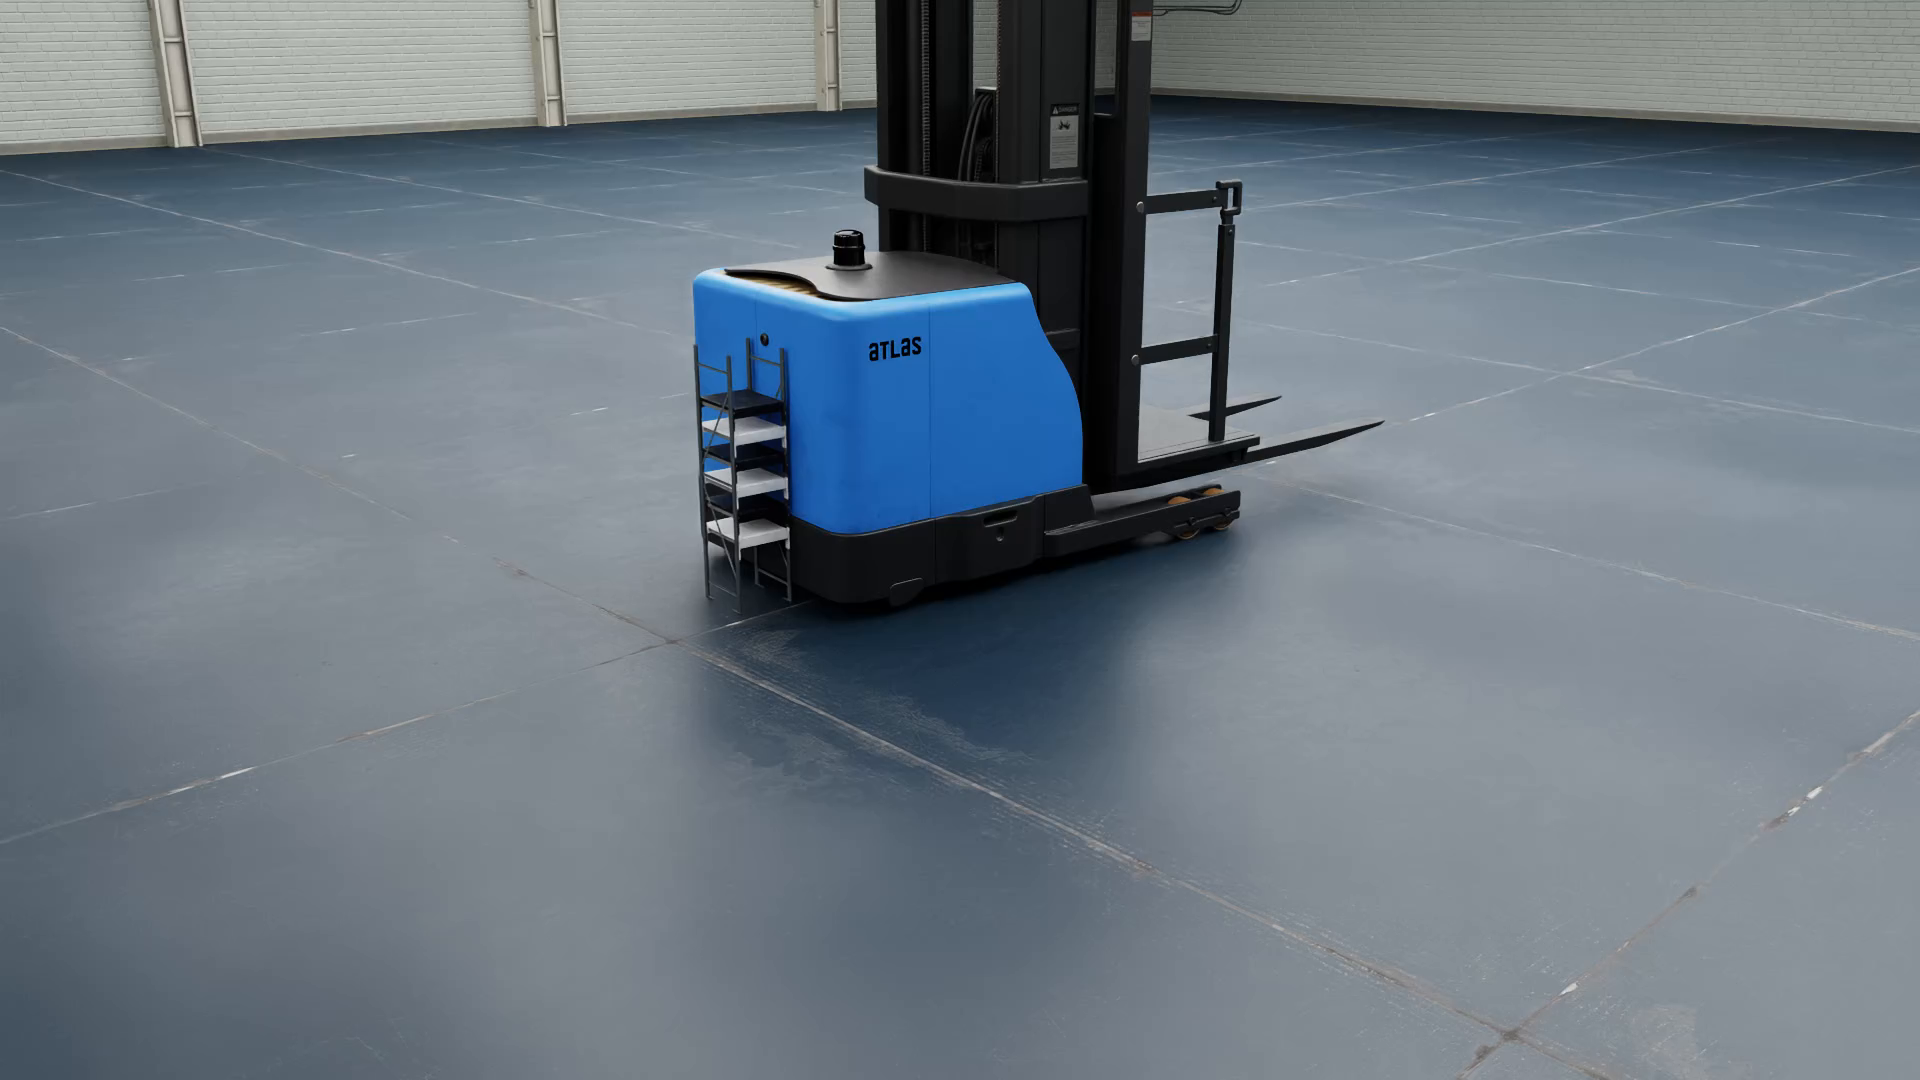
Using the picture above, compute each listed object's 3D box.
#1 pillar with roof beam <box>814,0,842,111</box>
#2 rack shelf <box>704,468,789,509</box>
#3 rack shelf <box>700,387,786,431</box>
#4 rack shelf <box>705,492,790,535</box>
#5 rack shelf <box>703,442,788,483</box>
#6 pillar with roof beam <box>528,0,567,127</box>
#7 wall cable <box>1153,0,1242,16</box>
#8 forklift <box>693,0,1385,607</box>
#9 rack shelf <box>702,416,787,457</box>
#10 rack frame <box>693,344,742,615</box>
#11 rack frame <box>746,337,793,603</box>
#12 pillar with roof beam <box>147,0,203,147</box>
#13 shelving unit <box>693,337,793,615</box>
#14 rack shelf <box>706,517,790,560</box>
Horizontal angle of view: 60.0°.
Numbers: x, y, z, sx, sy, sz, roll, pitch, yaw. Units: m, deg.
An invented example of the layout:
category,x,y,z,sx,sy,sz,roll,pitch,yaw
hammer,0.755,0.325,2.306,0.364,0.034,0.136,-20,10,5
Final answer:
category,x,y,z,sx,sy,sz,roll,pitch,yaw
pillar with roof beam,0.447,-11.571,27.582,0.400,9.000,9.100,-16,24,-41
rack shelf,-0.742,-0.188,5.714,0.200,0.077,0.258,-13,22,-36
rack shelf,-0.742,-0.445,5.631,0.200,0.077,0.258,-13,22,-36
rack shelf,-0.742,-0.103,5.742,0.200,0.077,0.258,-13,22,-36
rack shelf,-0.742,-0.274,5.686,0.200,0.077,0.258,-13,22,-36
pillar with roof beam,-3.912,-10.300,23.661,0.400,9.000,9.100,-16,24,-41
wall cable,4.898,-12.658,35.969,0.112,2.526,3.097,-16,24,-41
forklift,0.494,-1.512,6.395,3.031,2.935,1.130,-13,22,-36
rack shelf,-0.742,-0.359,5.658,0.200,0.077,0.258,-13,22,-36
rack frame,-0.822,-0.201,5.645,0.006,0.900,0.240,-13,22,-36
rack frame,-0.661,-0.239,5.763,0.006,0.900,0.240,-13,22,-36
pillar with roof beam,-8.272,-9.028,19.739,0.400,9.000,9.100,-16,24,-41
shelving unit,-0.742,-0.220,5.704,0.210,0.900,0.258,-13,22,-36
rack shelf,-0.742,-0.017,5.769,0.200,0.077,0.258,-13,22,-36
